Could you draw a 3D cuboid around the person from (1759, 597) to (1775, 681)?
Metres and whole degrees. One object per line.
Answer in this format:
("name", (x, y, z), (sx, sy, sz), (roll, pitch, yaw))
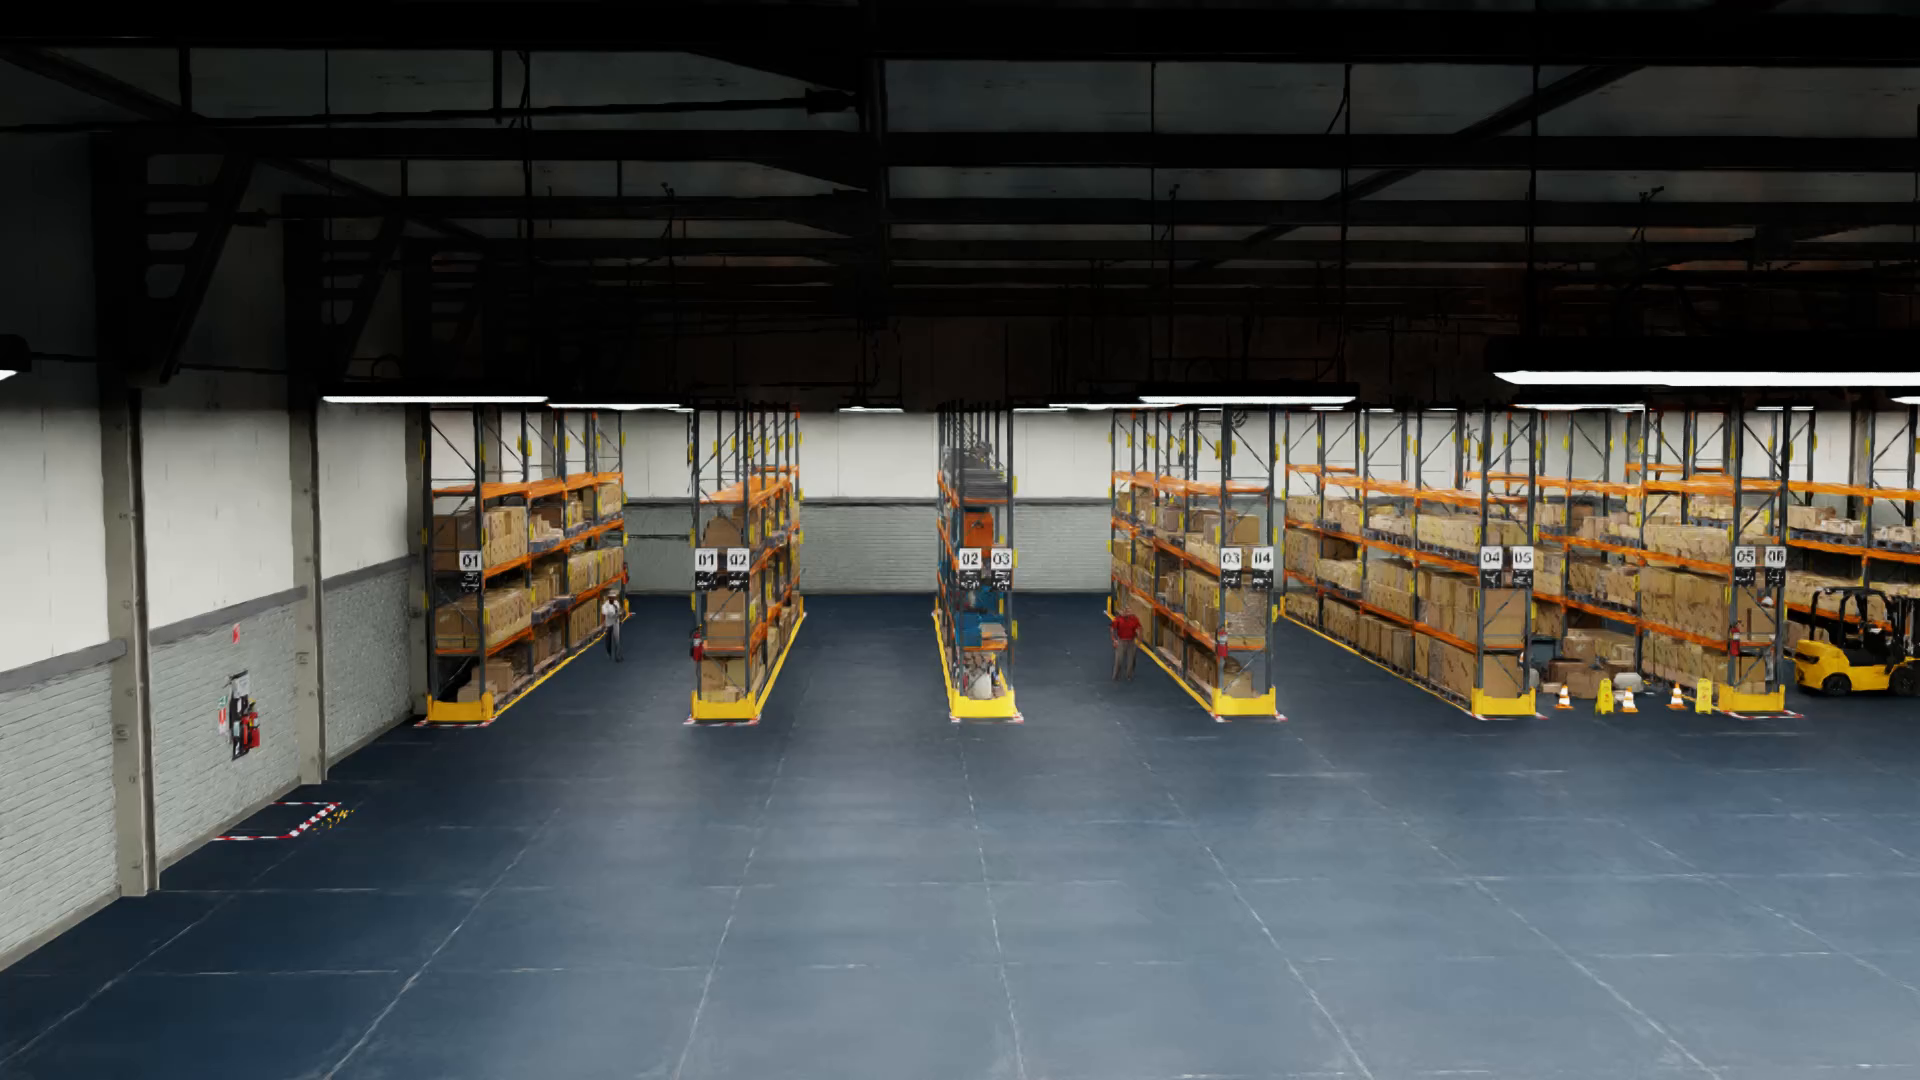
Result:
("person", (17.230, 2.109, 35.641), (0.498, 1.784, 0.614), (2, 5, 26))

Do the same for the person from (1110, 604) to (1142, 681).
("person", (3.536, 2.195, 35.508), (0.682, 1.676, 0.535), (0, 4, -4))

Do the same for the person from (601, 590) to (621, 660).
("person", (-8.100, 1.963, 38.644), (0.448, 1.623, 0.997), (-1, 4, -11))
